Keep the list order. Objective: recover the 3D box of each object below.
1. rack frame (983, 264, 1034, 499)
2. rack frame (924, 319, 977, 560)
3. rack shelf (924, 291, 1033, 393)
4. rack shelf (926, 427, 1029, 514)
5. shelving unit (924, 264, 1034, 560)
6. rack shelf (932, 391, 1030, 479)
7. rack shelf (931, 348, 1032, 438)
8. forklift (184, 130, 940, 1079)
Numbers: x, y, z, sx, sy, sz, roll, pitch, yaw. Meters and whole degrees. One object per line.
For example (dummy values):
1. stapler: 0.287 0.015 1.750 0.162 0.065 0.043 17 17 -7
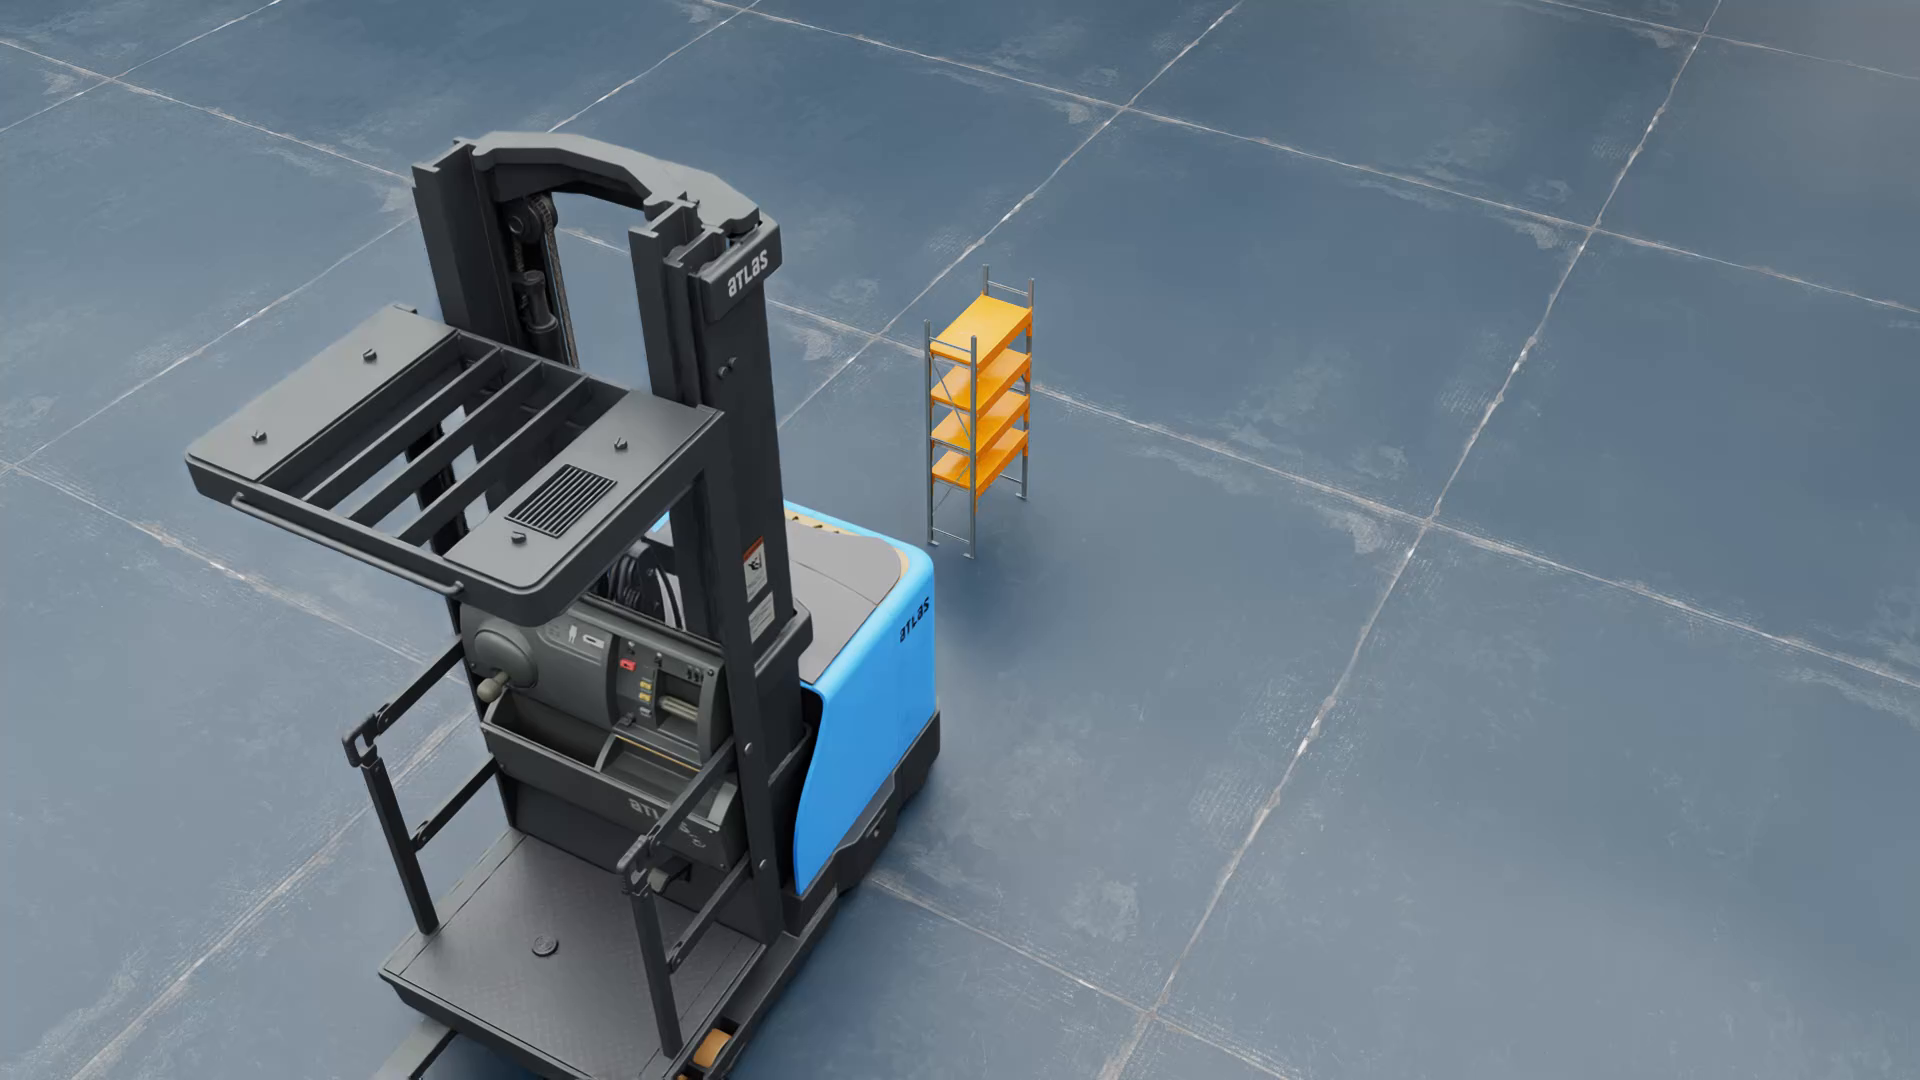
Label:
1. rack frame: 0.205 -0.685 7.435 0.240 1.200 0.015 21 45 22
2. rack frame: -0.039 -0.405 7.118 0.240 1.200 0.015 21 45 22
3. rack shelf: 0.083 -0.840 7.017 0.258 0.148 0.480 21 45 22
4. rack shelf: 0.083 -0.345 7.452 0.258 0.148 0.480 21 45 22
5. shelving unit: 0.083 -0.545 7.277 0.258 1.200 0.503 21 45 22
6. rack shelf: 0.083 -0.495 7.321 0.258 0.148 0.480 21 45 22
7. rack shelf: 0.083 -0.662 7.173 0.258 0.148 0.480 21 45 22
8. forklift: -1.211 0.462 4.823 1.130 2.935 3.031 19 45 20
